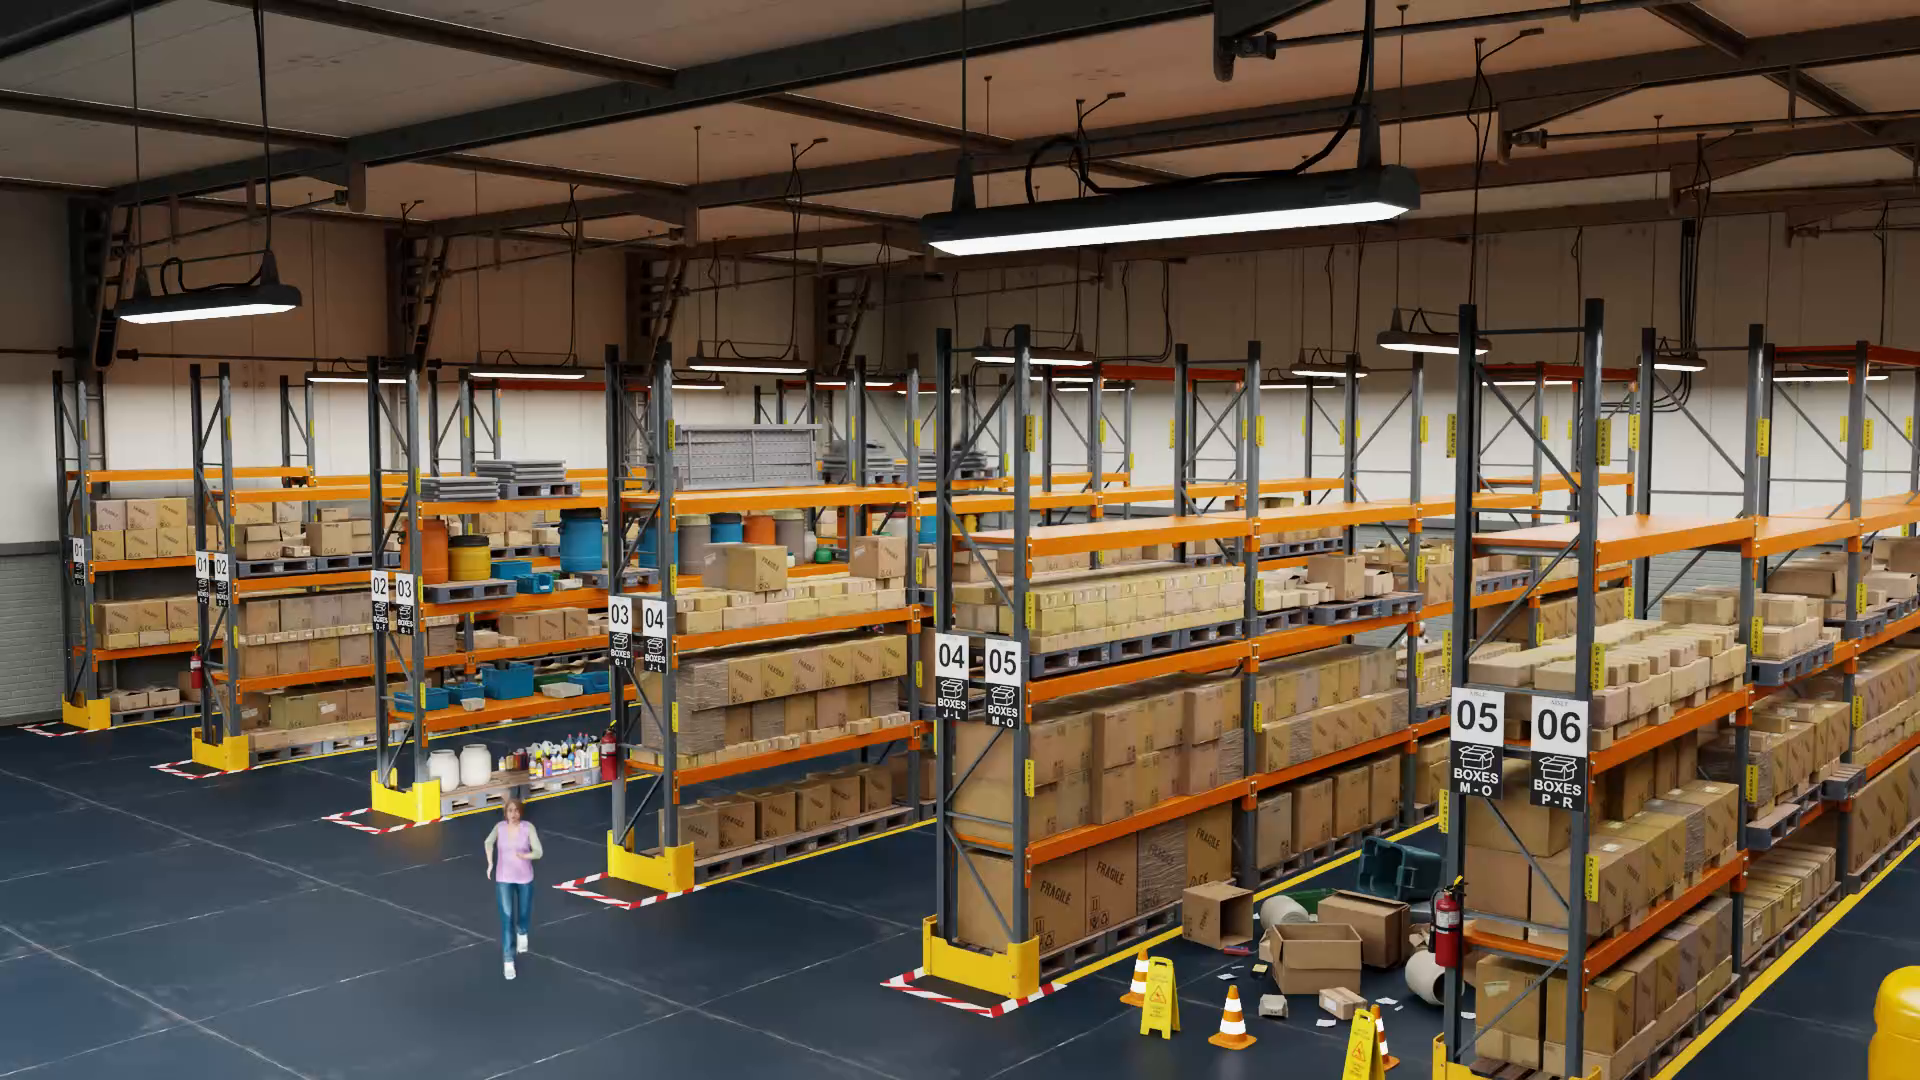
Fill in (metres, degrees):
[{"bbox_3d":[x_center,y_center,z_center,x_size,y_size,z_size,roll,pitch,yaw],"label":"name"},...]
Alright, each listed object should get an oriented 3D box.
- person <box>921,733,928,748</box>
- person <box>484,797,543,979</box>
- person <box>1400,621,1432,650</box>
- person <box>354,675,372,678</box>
[{"bbox_3d":[-0.429,2.432,25.485,0.624,1.829,0.742,2,5,29],"label":"person"},{"bbox_3d":[-4.196,3.212,15.656,0.530,1.600,0.871,-1,4,-16],"label":"person"},{"bbox_3d":[8.353,2.237,30.047,0.838,1.573,0.511,-1,4,-7],"label":"person"},{"bbox_3d":[-10.275,2.234,28.729,0.578,1.680,0.882,2,5,30],"label":"person"}]
